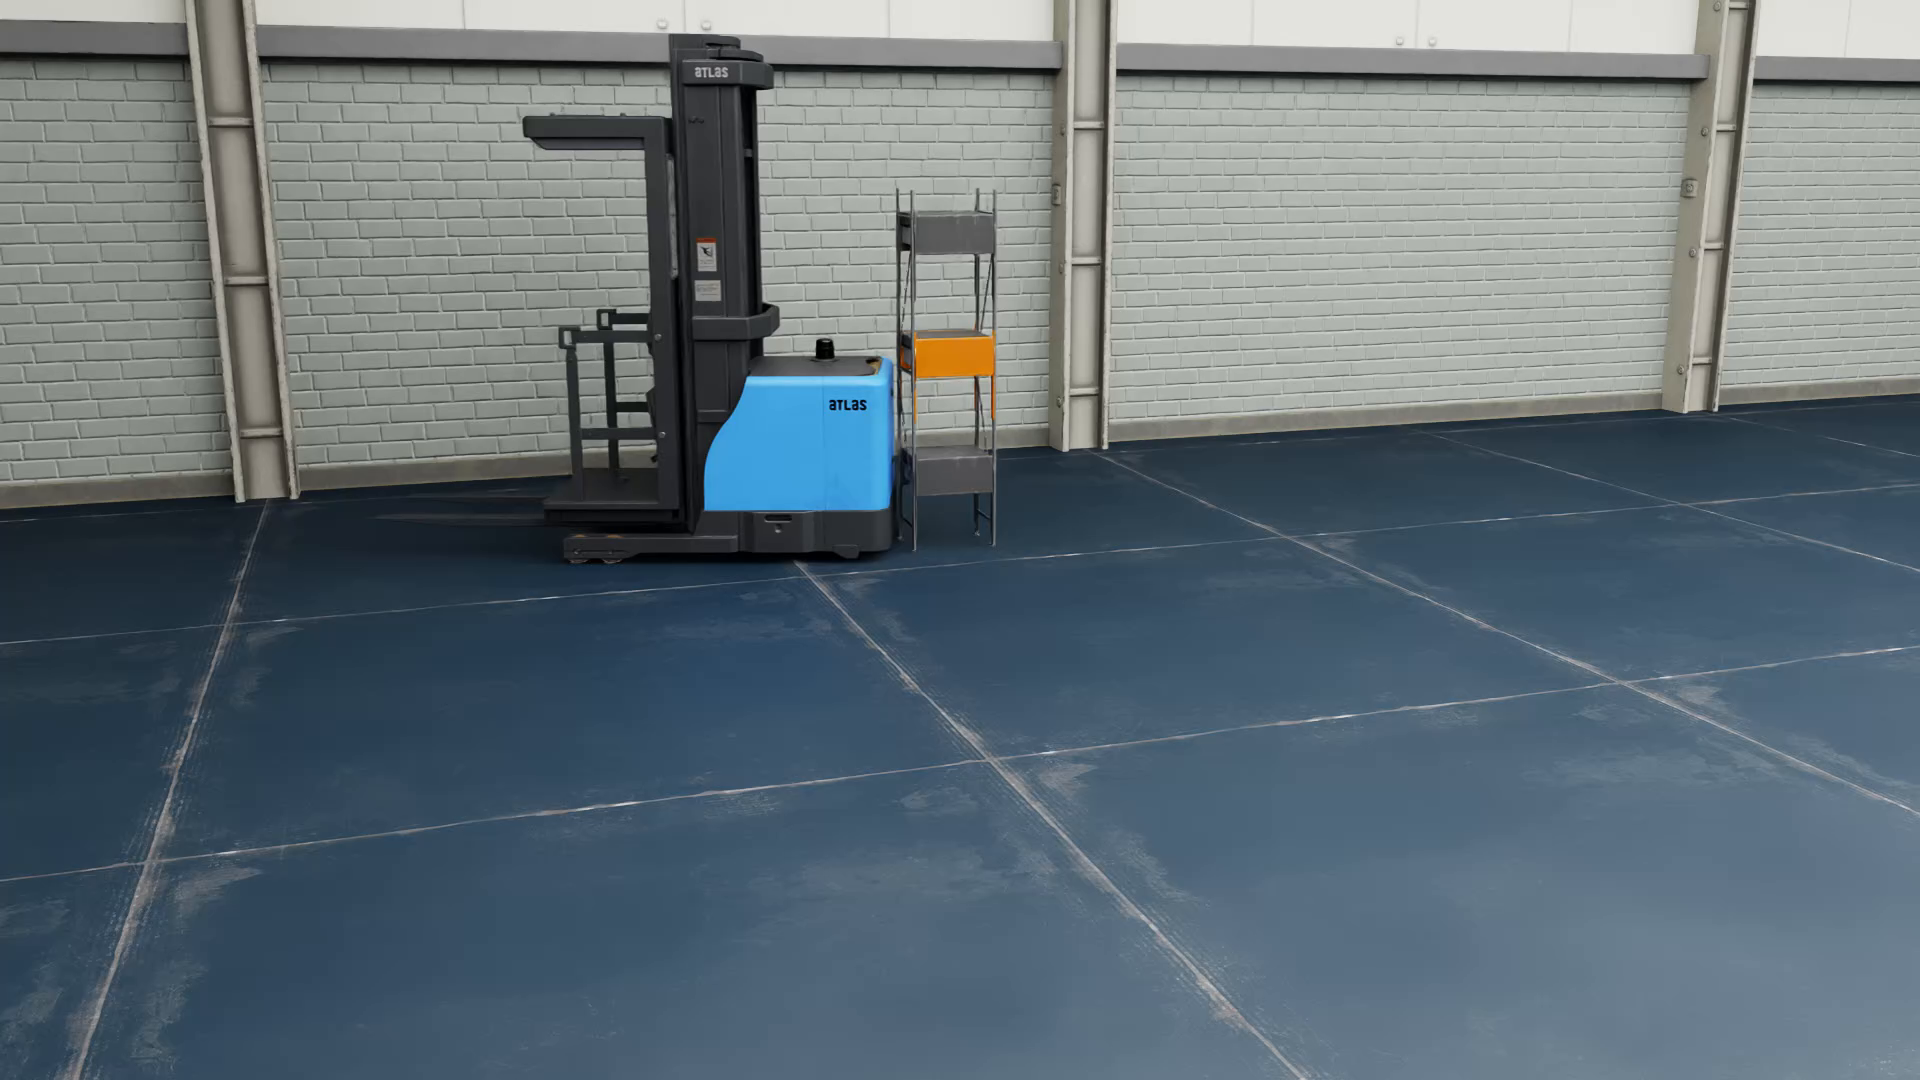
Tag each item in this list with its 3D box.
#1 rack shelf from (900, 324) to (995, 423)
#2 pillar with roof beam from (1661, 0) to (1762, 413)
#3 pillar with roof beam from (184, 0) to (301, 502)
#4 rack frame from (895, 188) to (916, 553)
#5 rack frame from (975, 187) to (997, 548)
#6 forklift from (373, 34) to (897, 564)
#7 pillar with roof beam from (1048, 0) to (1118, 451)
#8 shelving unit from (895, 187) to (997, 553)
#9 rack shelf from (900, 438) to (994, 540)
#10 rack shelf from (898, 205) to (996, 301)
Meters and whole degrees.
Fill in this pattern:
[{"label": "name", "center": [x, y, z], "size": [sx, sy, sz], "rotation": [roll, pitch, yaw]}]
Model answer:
[{"label": "rack shelf", "center": [-0.082, -0.992, 9.835], "size": [0.480, 0.518, 0.431], "rotation": [-4, 14, -15]}, {"label": "pillar with roof beam", "center": [8.002, -4.621, 10.123], "size": [0.400, 9.000, 9.100], "rotation": [-4, 14, -18]}, {"label": "pillar with roof beam", "center": [-3.371, -3.735, 6.399], "size": [0.400, 9.000, 9.100], "rotation": [-4, 14, -18]}, {"label": "rack frame", "center": [-0.318, -0.990, 9.769], "size": [0.015, 2.100, 0.400], "rotation": [-4, 14, -15]}, {"label": "rack frame", "center": [0.153, -1.020, 9.894], "size": [0.015, 2.100, 0.400], "rotation": [-4, 14, -15]}, {"label": "forklift", "center": [-1.913, -1.411, 9.743], "size": [3.031, 2.935, 1.130], "rotation": [0, 13, 0]}, {"label": "pillar with roof beam", "center": [2.316, -4.178, 8.261], "size": [0.400, 9.000, 9.100], "rotation": [-4, 14, -18]}, {"label": "shelving unit", "center": [-0.082, -1.005, 9.831], "size": [0.503, 2.100, 0.431], "rotation": [-4, 14, -15]}, {"label": "rack shelf", "center": [-0.082, -0.311, 9.996], "size": [0.480, 0.518, 0.431], "rotation": [-4, 14, -15]}, {"label": "rack shelf", "center": [-0.082, -1.673, 9.673], "size": [0.480, 0.518, 0.431], "rotation": [-4, 14, -15]}]
